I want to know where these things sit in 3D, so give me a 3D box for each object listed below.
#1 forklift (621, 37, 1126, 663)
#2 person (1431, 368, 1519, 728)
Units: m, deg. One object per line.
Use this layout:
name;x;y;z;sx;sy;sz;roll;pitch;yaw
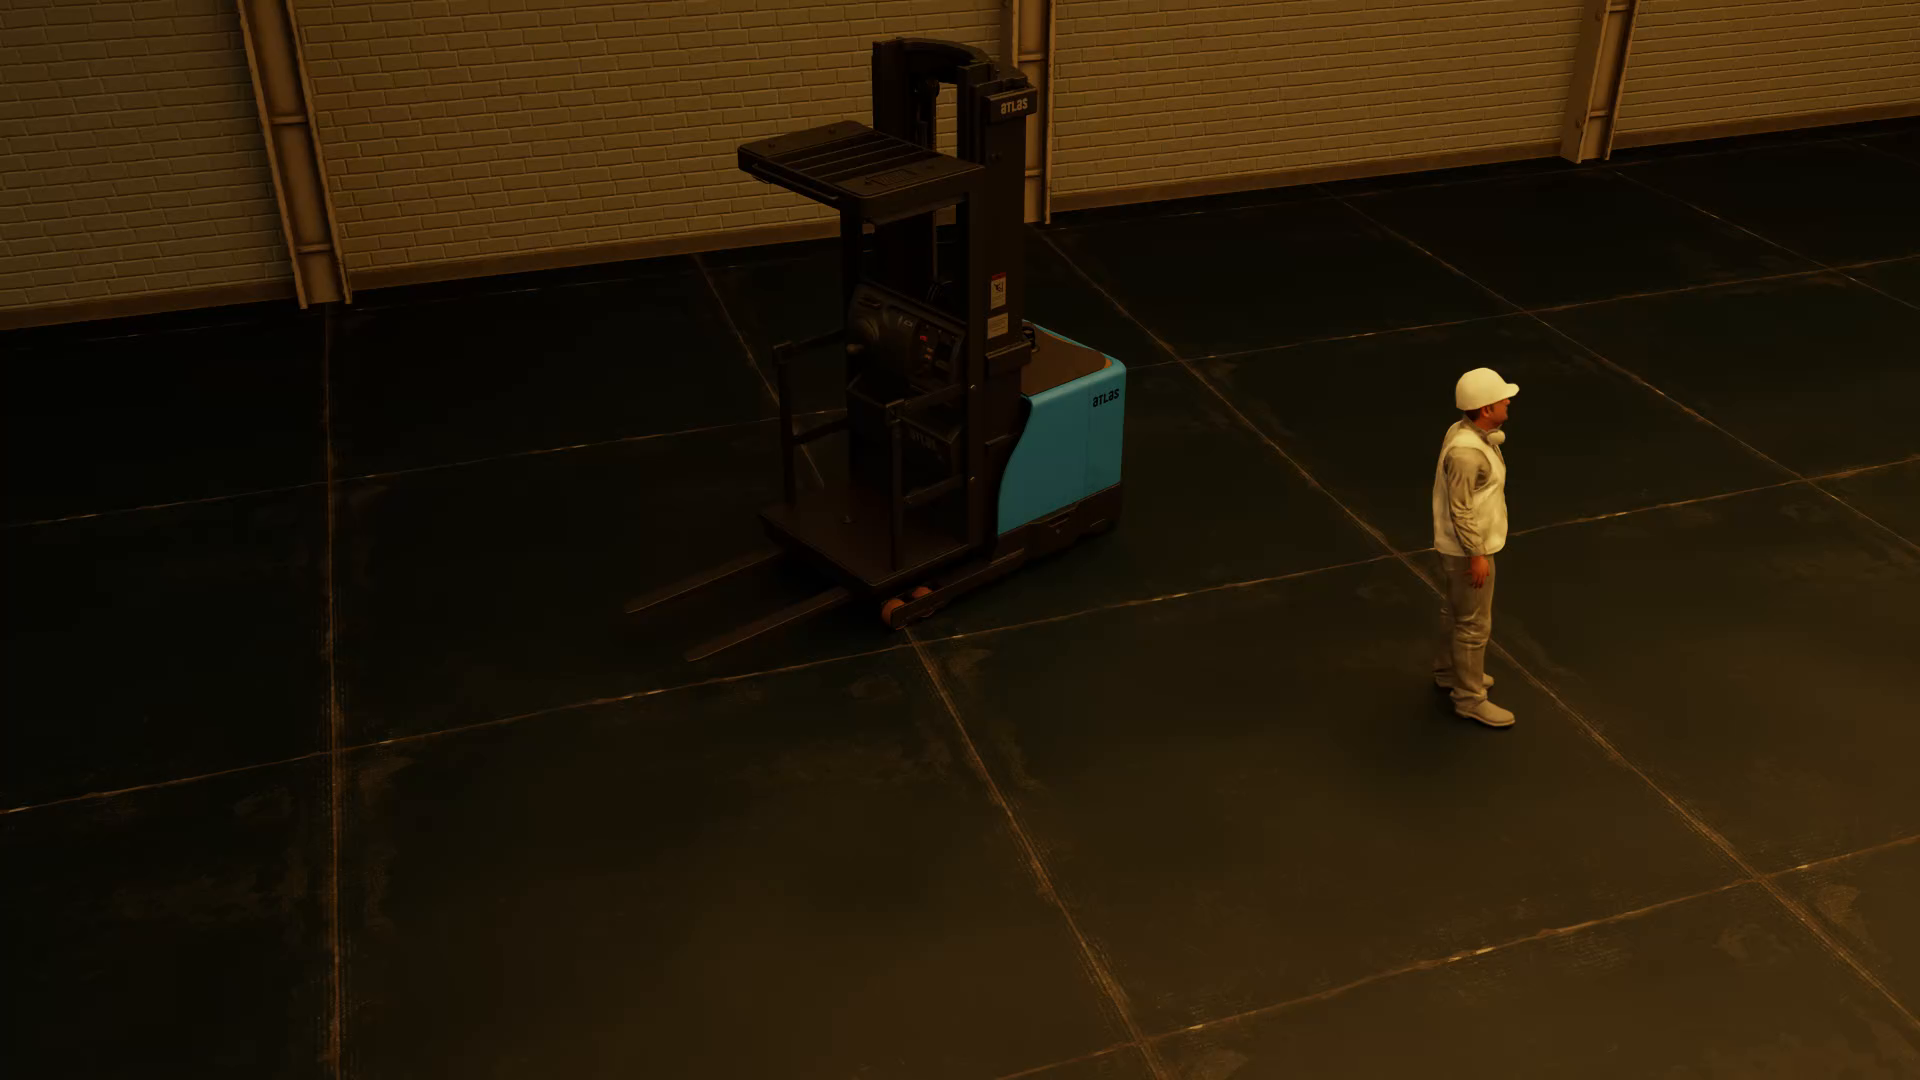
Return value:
forklift;-0.461;-1.072;8.951;3.031;2.935;1.130;-23;37;-34
person;2.596;0.004;8.227;0.565;1.774;0.628;8;31;14
